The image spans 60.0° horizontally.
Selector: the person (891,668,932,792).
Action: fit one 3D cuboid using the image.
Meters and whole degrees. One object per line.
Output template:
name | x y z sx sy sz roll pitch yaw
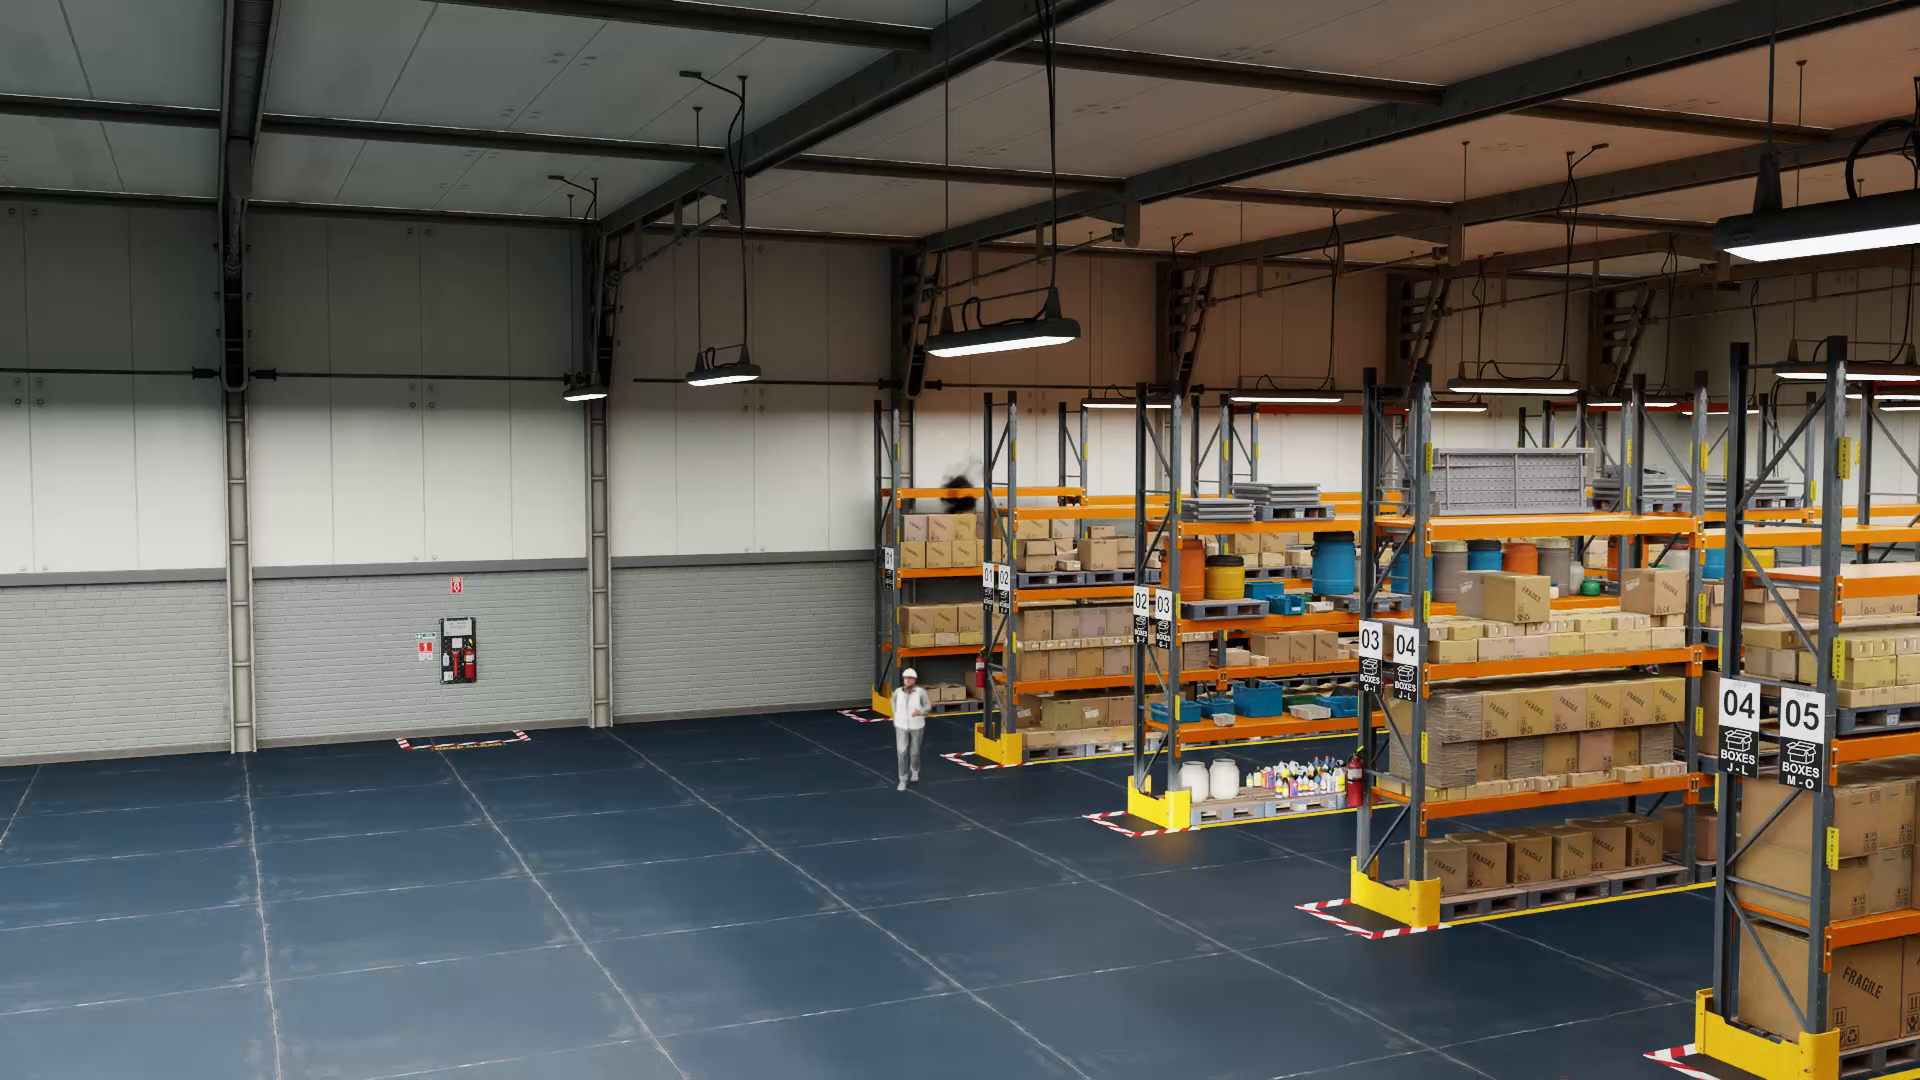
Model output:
person | -0.735 2.831 24.971 0.644 1.823 0.793 0 3 3
